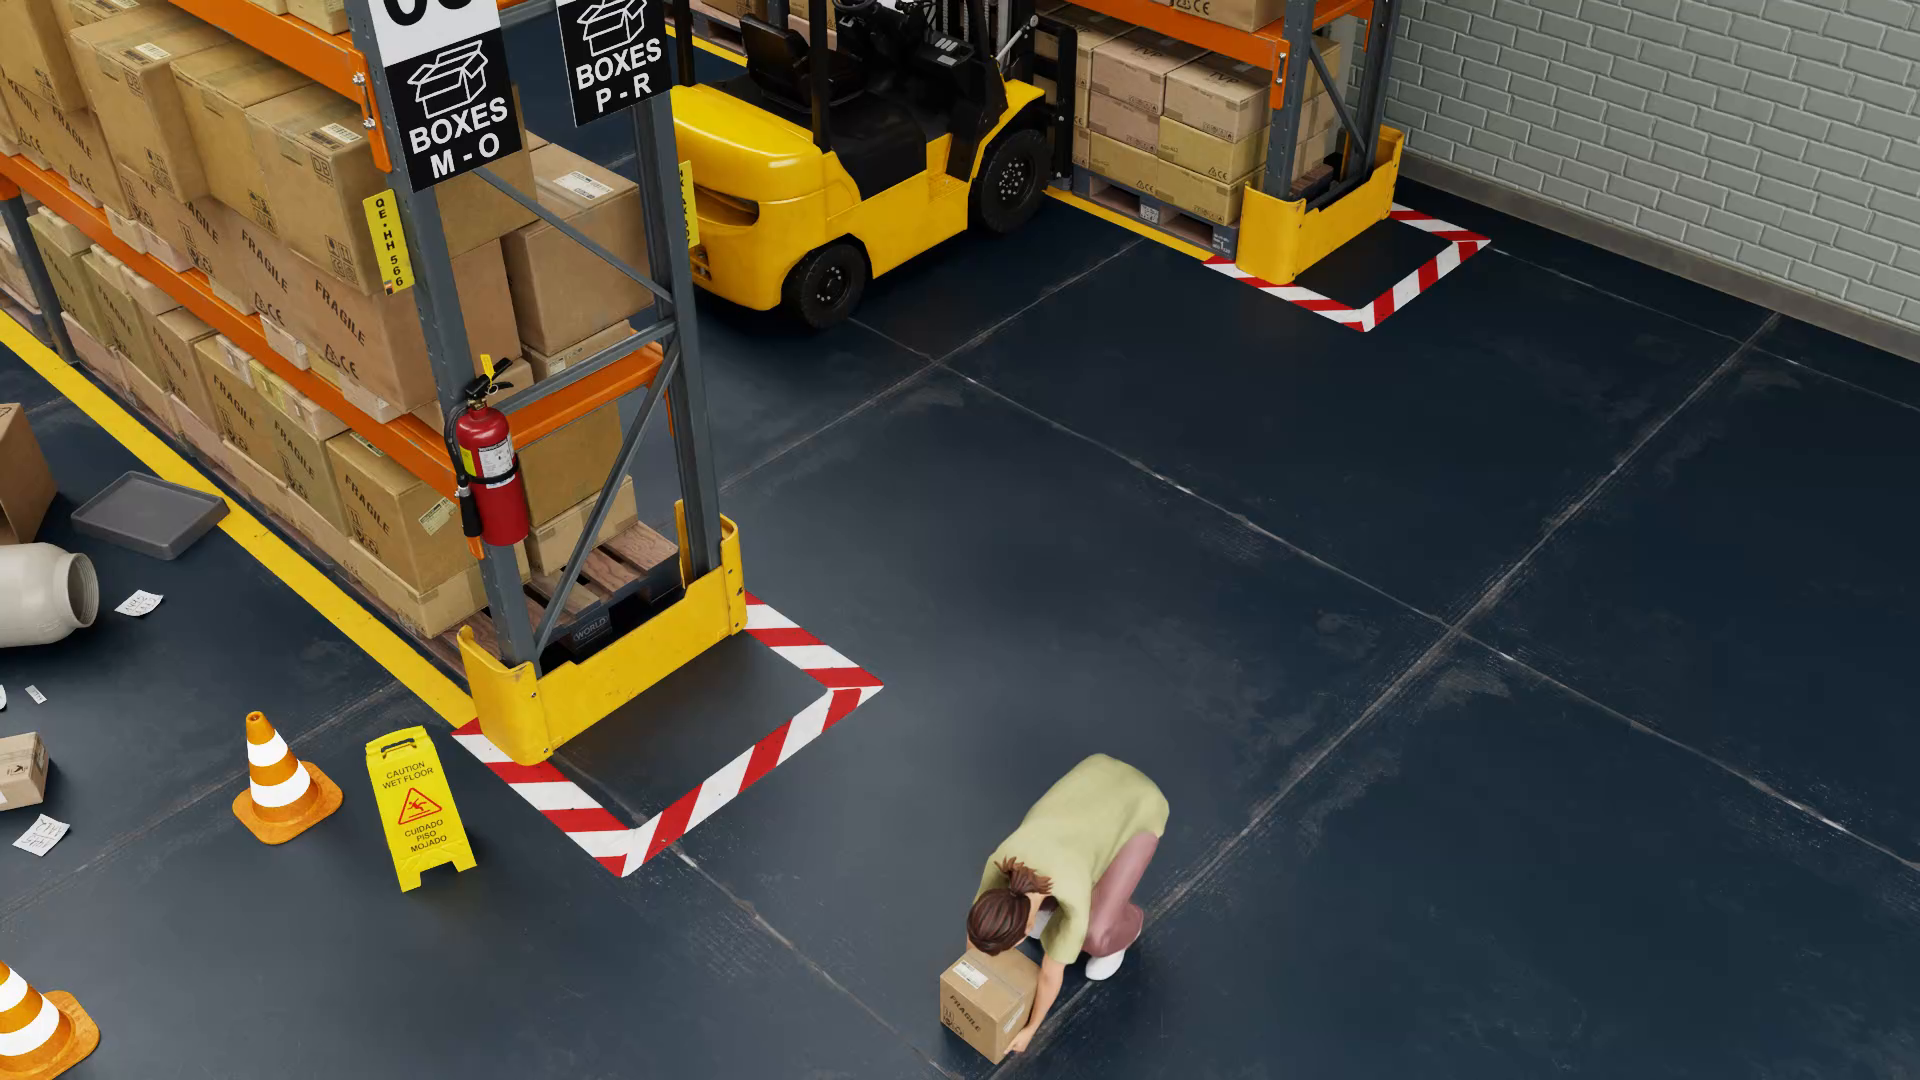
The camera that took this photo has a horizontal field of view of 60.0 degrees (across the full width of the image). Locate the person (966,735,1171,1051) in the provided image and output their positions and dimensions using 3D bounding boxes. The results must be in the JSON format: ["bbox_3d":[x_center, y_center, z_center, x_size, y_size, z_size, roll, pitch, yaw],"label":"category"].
[{"bbox_3d":[0.337,1.202,5.509,0.478,0.670,0.857,28,47,30],"label":"person"}]
